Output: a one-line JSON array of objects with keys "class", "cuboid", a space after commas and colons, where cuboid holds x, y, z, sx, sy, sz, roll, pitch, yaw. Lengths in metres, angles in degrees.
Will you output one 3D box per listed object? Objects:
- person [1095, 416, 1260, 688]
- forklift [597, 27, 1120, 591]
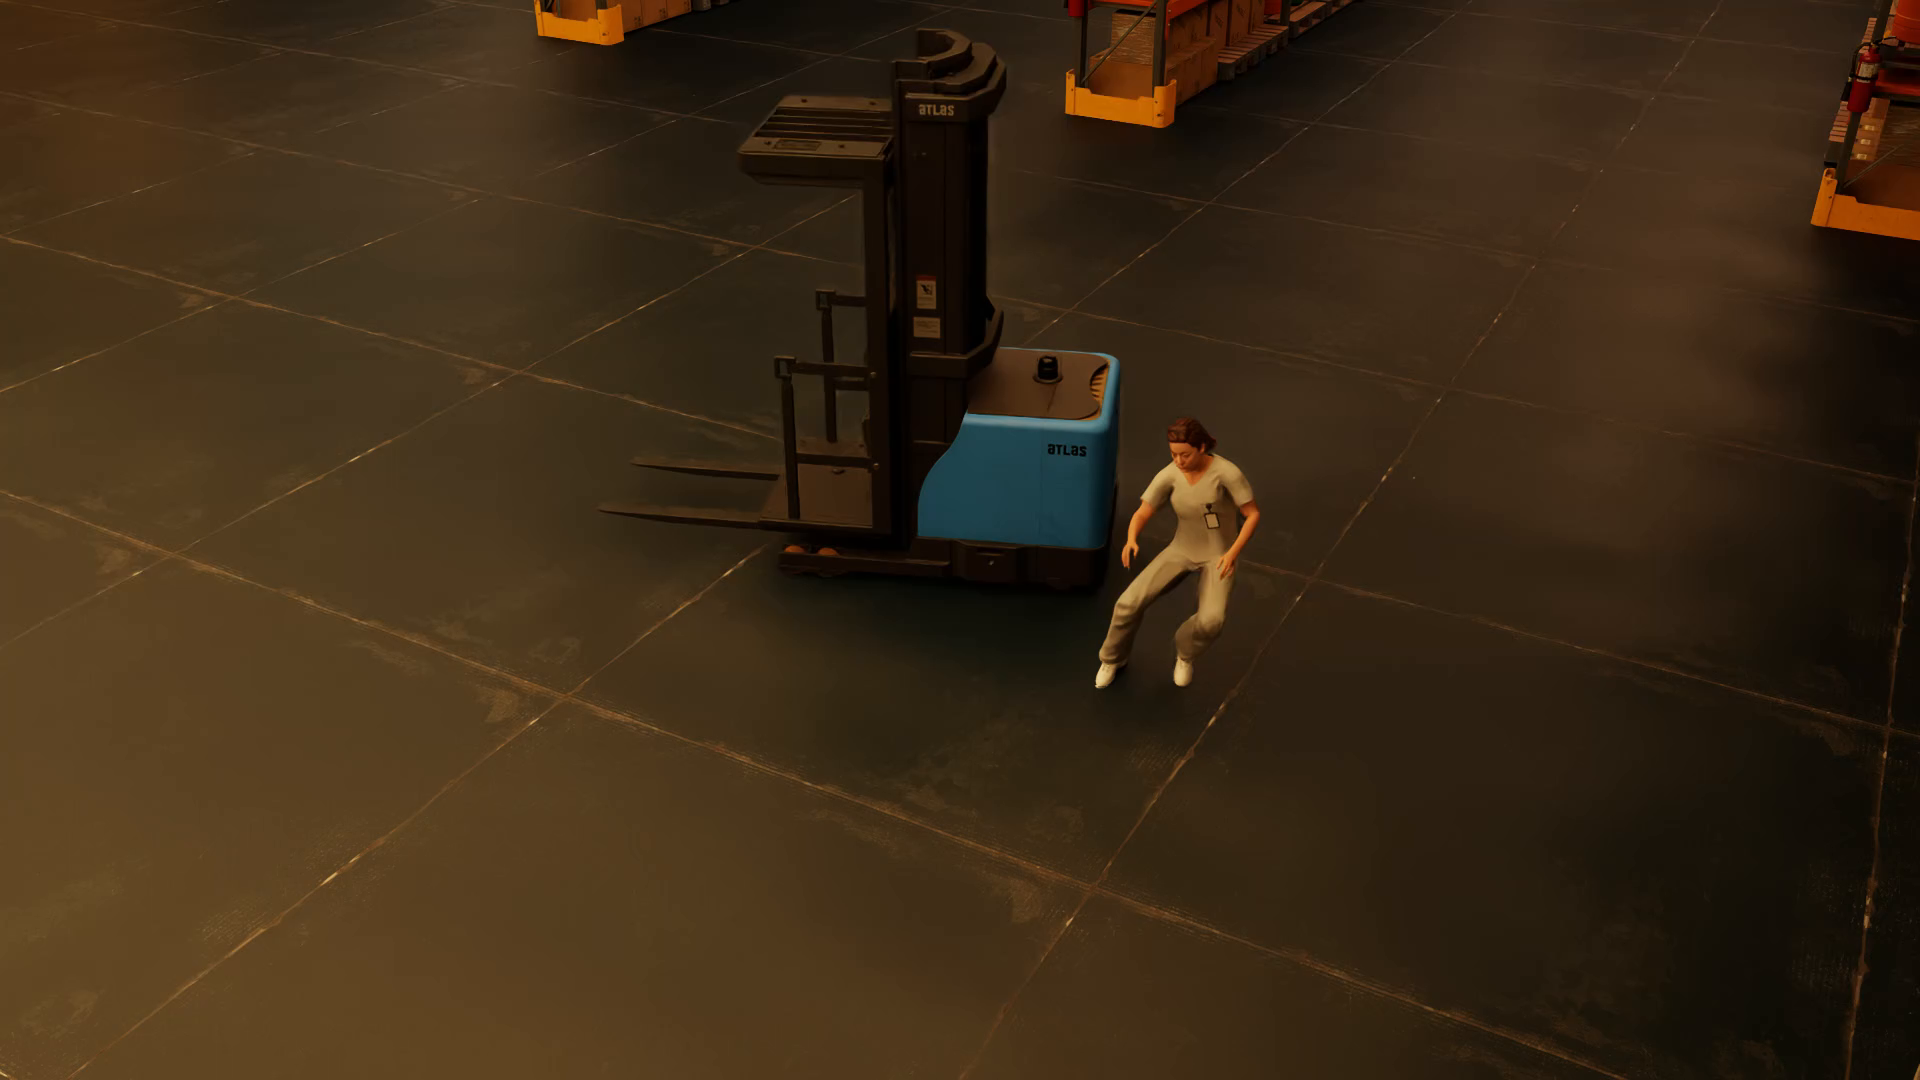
[{"class": "person", "cuboid": [1.087, 0.114, 8.372, 0.719, 1.469, 0.717, 14, 33, 23]}, {"class": "forklift", "cuboid": [-0.611, -1.309, 9.339, 3.031, 2.935, 1.130, 4, 30, 8]}]
